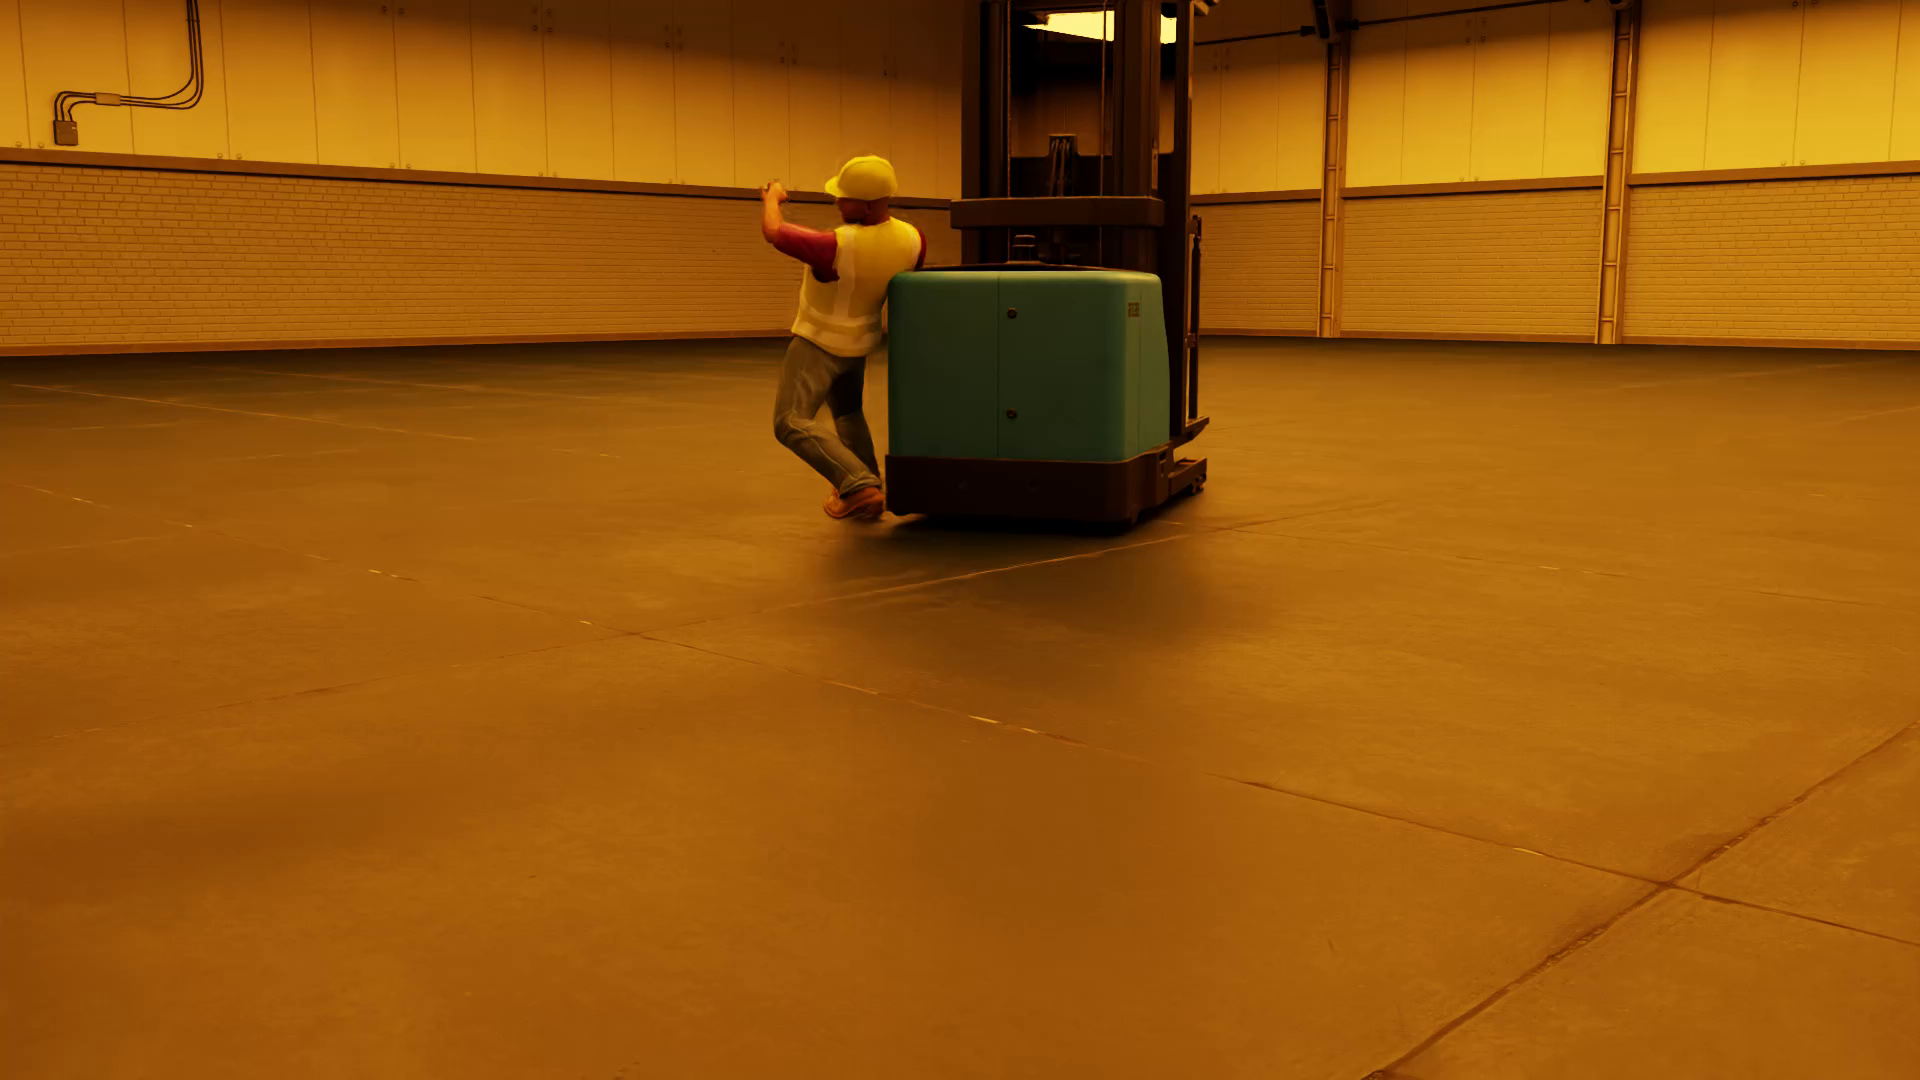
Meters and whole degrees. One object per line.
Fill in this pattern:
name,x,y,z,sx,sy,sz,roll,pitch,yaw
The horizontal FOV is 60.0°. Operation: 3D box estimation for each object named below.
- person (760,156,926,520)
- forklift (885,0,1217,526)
person,-0.446,-0.859,7.222,0.777,1.519,1.062,5,10,28
forklift,0.618,-1.687,8.080,1.130,2.935,3.031,3,9,18
